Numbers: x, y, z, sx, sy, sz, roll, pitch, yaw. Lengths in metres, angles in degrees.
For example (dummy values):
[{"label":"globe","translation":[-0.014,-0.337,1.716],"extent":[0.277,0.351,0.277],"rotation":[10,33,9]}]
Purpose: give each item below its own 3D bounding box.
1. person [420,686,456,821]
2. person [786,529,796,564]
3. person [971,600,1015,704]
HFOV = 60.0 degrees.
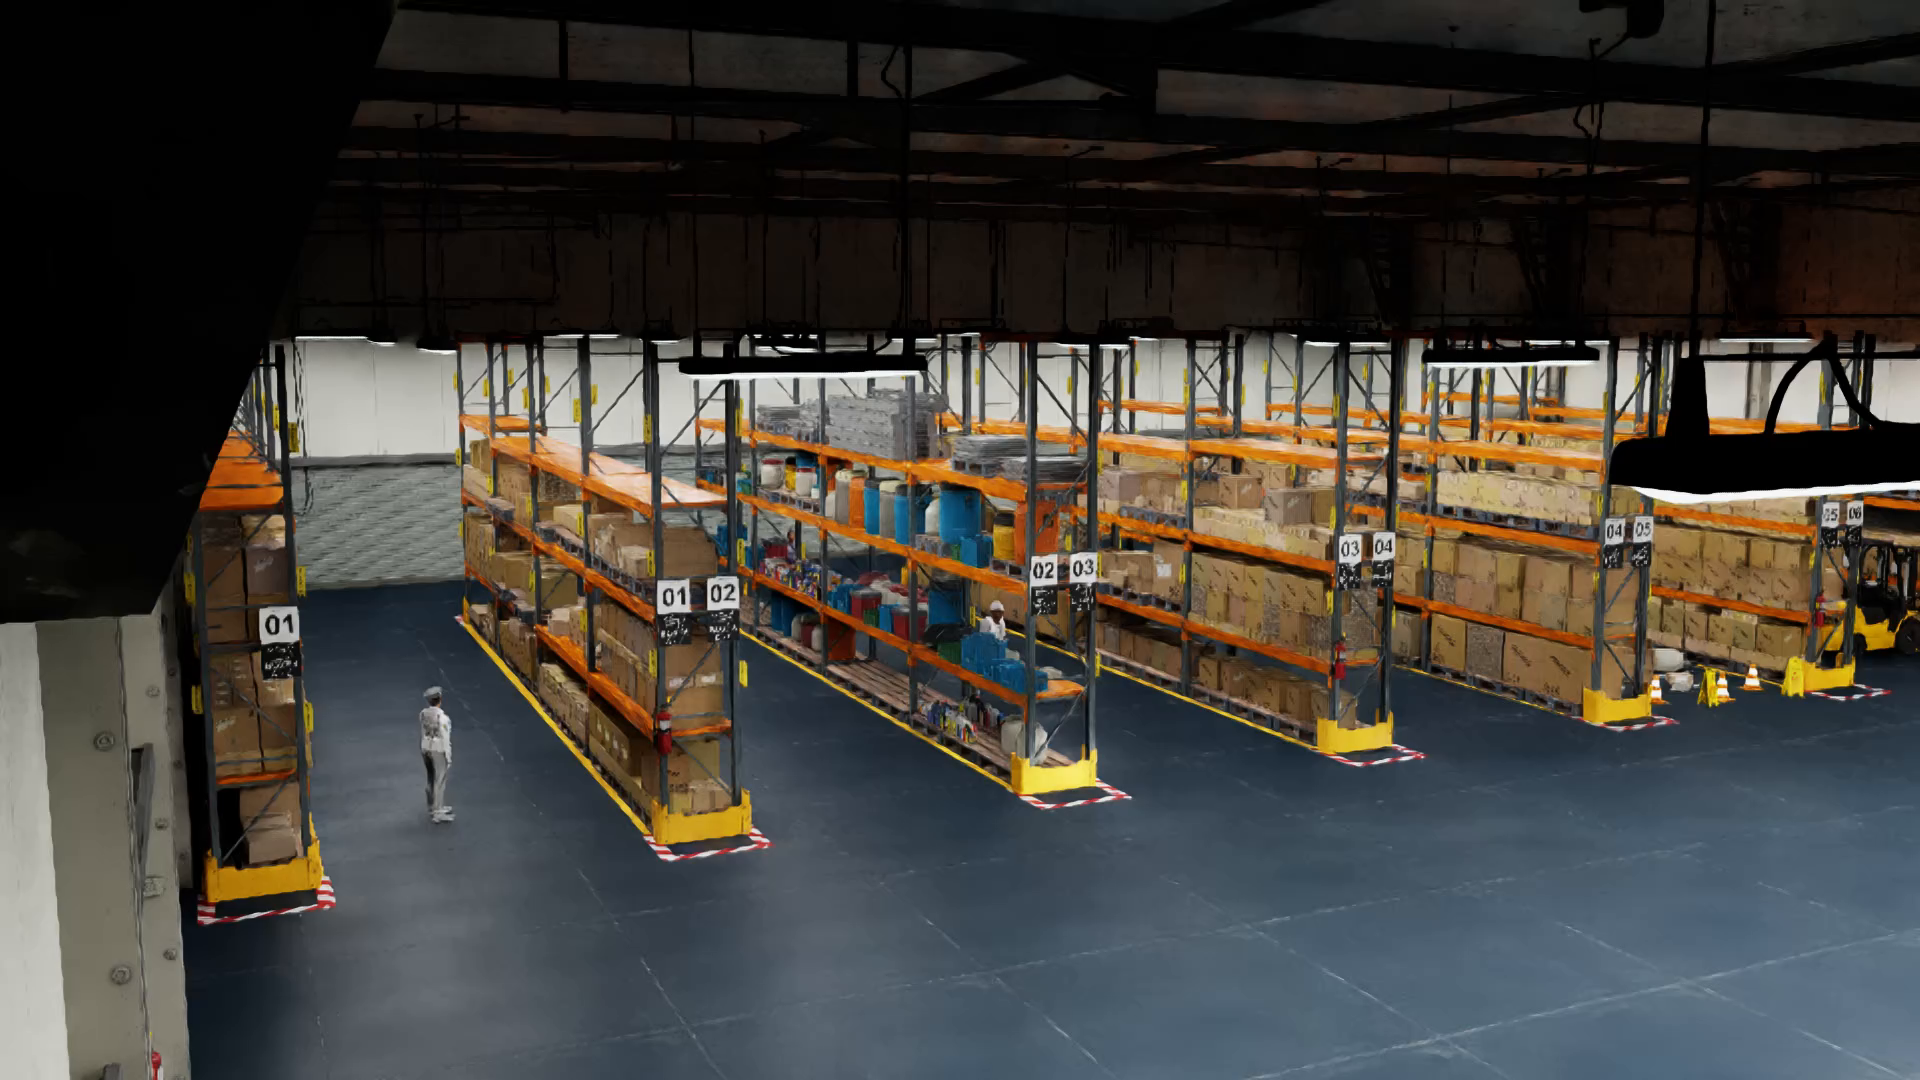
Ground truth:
[{"label":"person","translation":[-6.560,2.678,20.941],"extent":[0.534,1.677,0.420],"rotation":[6,10,37]},{"label":"person","translation":[-3.750,0.542,37.106],"extent":[0.491,1.590,1.000],"rotation":[-4,9,-25]},{"label":"person","translation":[0.534,1.830,27.030],"extent":[0.716,1.737,0.687],"rotation":[7,11,43]}]
